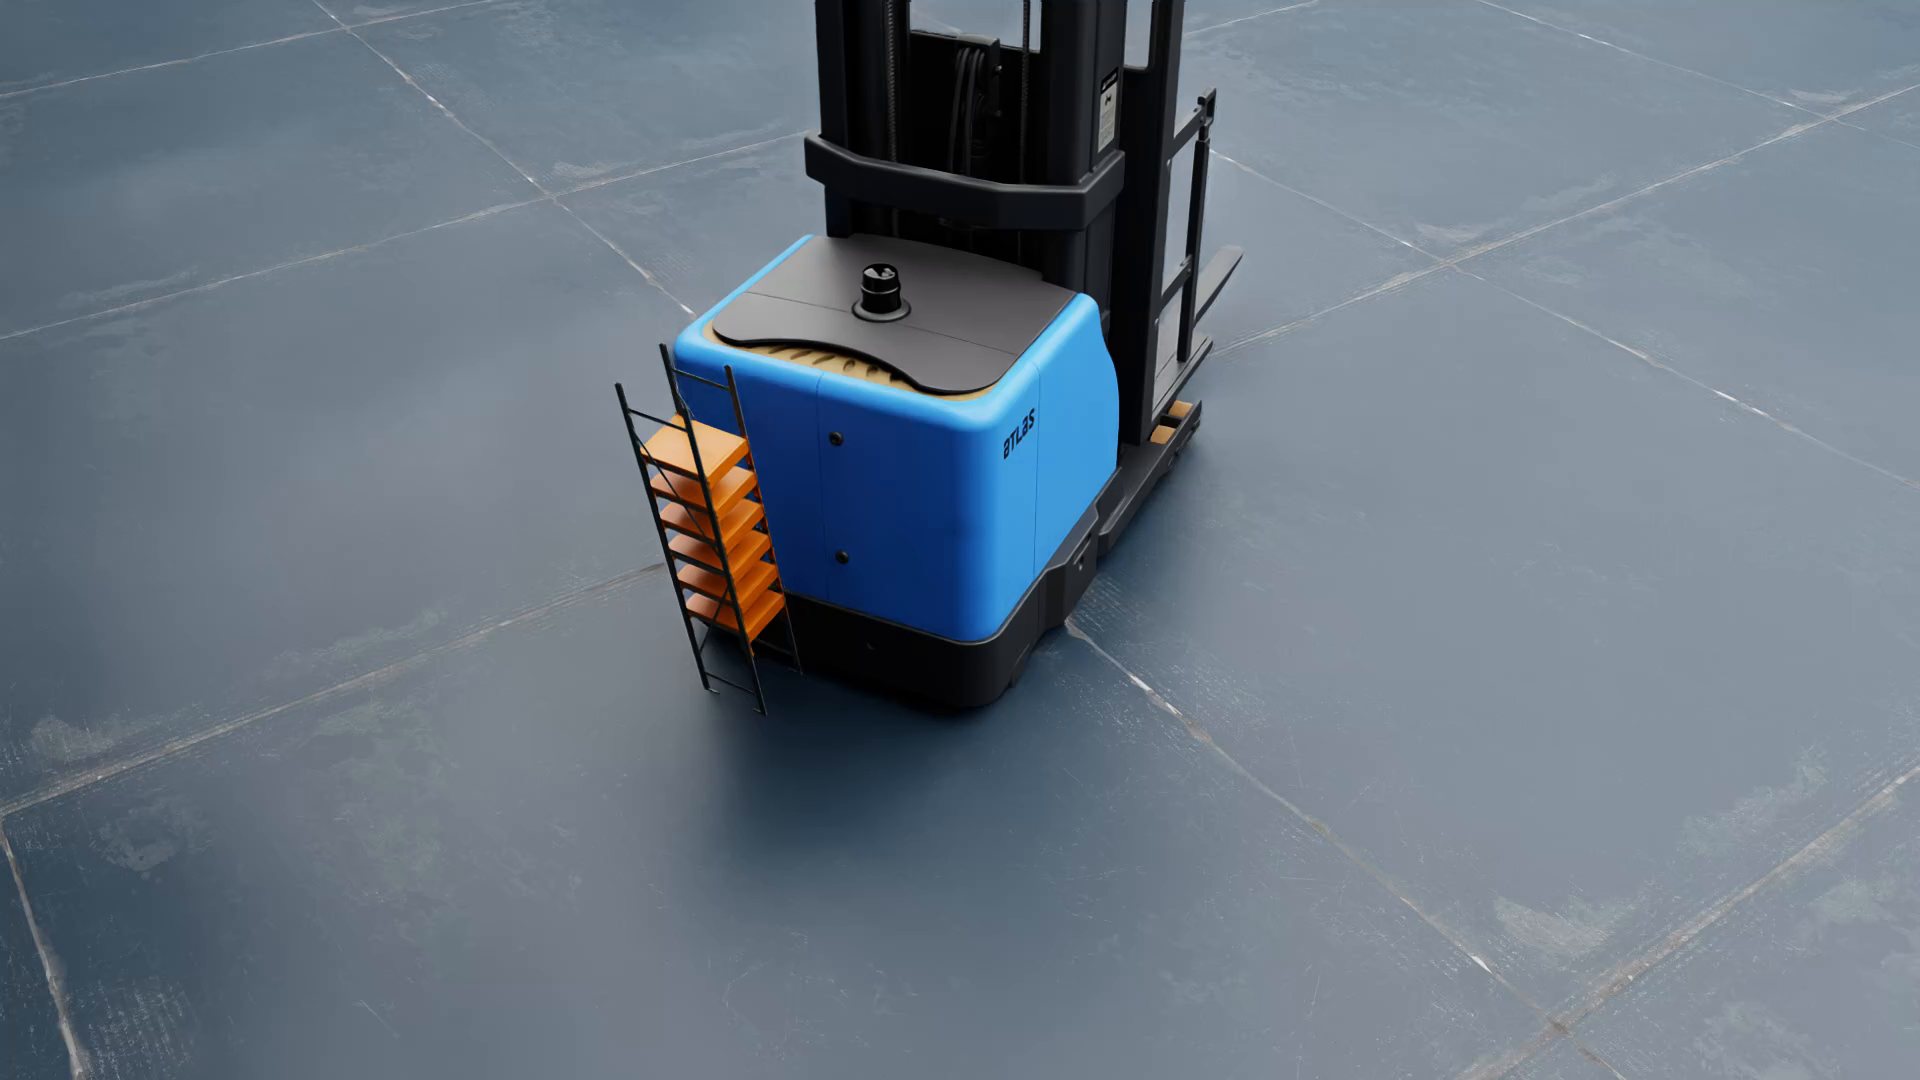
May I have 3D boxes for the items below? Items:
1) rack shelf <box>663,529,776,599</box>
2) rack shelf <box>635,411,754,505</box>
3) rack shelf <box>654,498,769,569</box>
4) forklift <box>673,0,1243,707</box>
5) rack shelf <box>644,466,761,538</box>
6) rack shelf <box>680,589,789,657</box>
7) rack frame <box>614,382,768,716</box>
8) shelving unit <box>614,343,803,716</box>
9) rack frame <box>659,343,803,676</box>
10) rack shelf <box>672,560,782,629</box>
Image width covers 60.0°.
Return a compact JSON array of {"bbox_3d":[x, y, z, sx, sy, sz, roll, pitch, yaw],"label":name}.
[{"bbox_3d":[-0.684,0.037,4.733,0.258,0.103,0.180,20,50,25],"label":"rack shelf"},{"bbox_3d":[-0.716,-0.222,4.485,0.258,0.103,0.180,20,50,25],"label":"rack shelf"},{"bbox_3d":[-0.695,-0.050,4.650,0.258,0.103,0.180,20,50,25],"label":"rack shelf"},{"bbox_3d":[0.254,-1.544,5.386,1.130,2.935,3.031,16,39,20],"label":"forklift"},{"bbox_3d":[-0.705,-0.136,4.568,0.258,0.103,0.180,20,50,25],"label":"rack shelf"},{"bbox_3d":[-0.663,0.209,4.899,0.258,0.103,0.180,20,50,25],"label":"rack shelf"},{"bbox_3d":[-0.736,0.062,4.649,0.240,1.200,0.006,20,50,25],"label":"rack frame"},{"bbox_3d":[-0.688,0.005,4.703,0.258,1.200,0.189,20,50,25],"label":"shelving unit"},{"bbox_3d":[-0.640,-0.052,4.756,0.240,1.200,0.006,20,50,25],"label":"rack frame"},{"bbox_3d":[-0.674,0.123,4.816,0.258,0.103,0.180,20,50,25],"label":"rack shelf"}]
